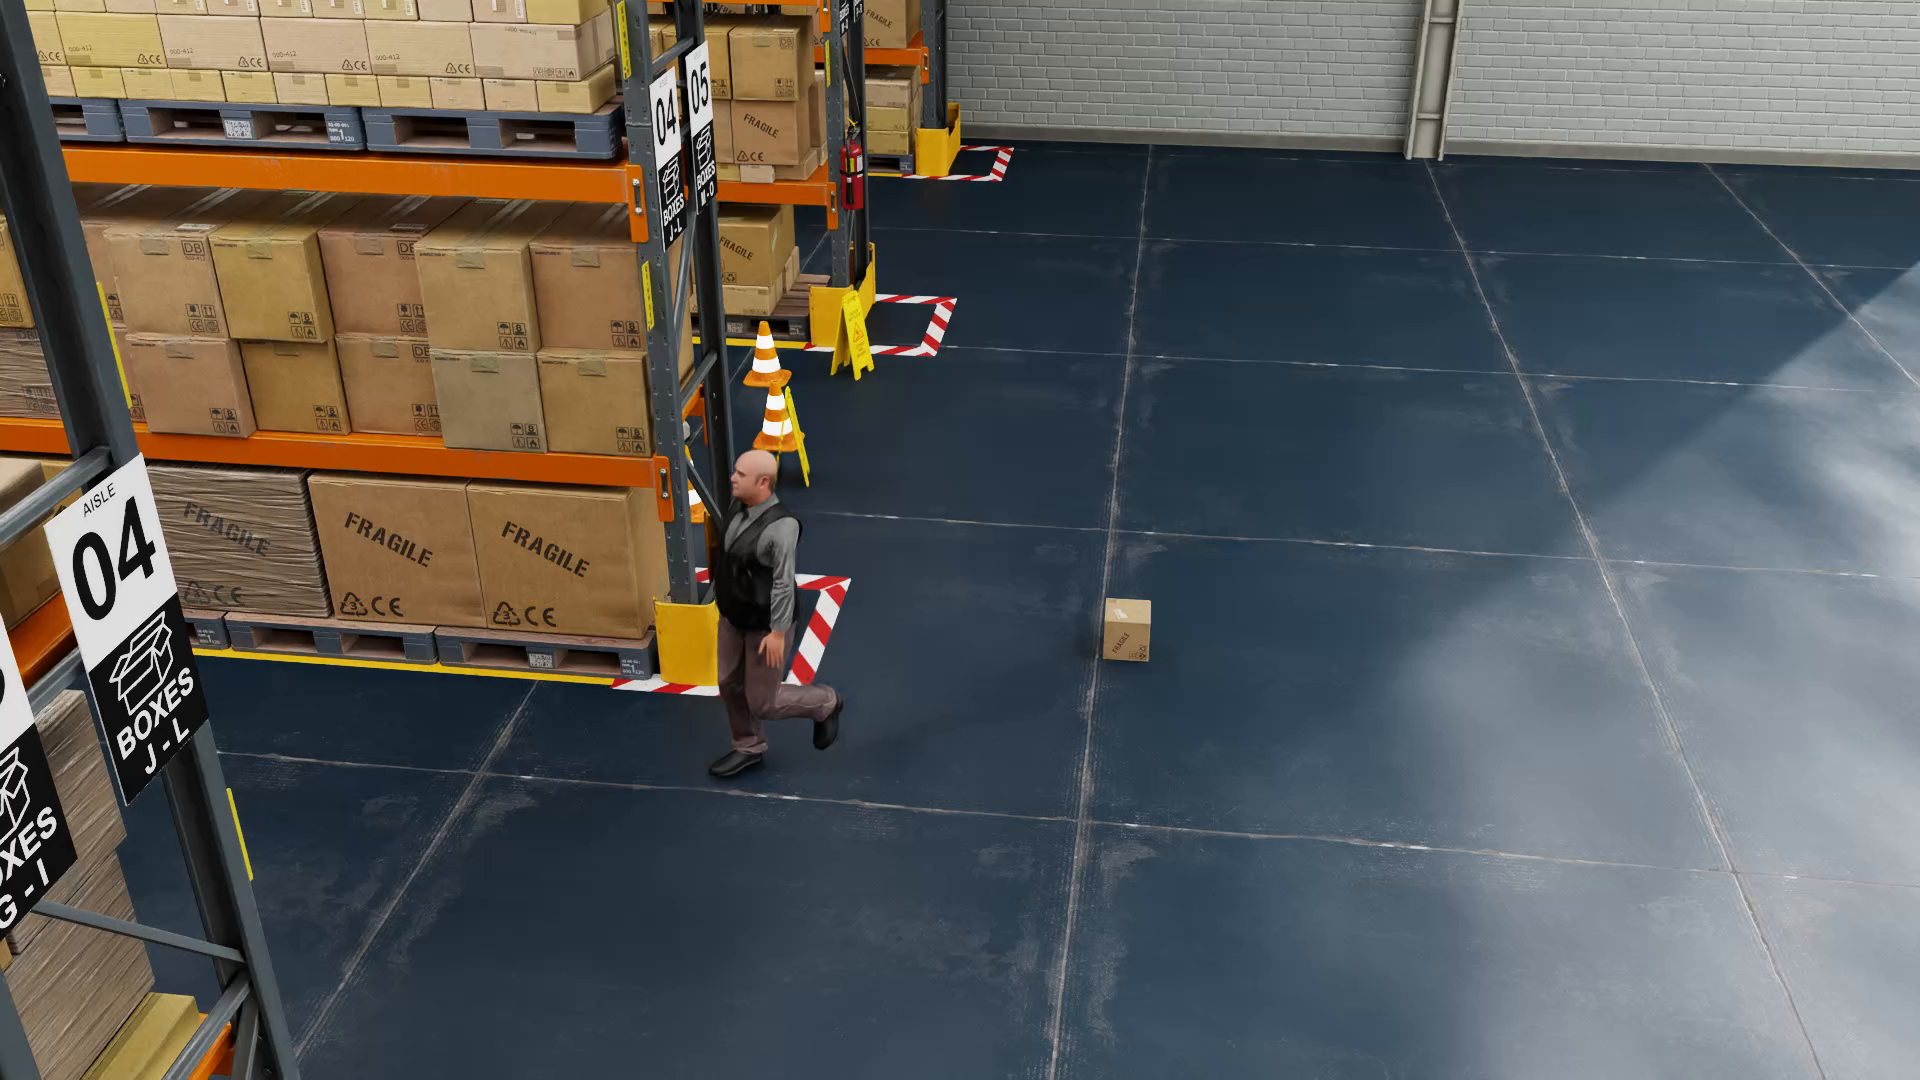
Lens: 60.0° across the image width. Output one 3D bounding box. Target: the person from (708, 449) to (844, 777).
[{"bbox_3d":[-0.929,0.352,7.951,0.678,1.702,0.534,-20,34,-33],"label":"person"}]
